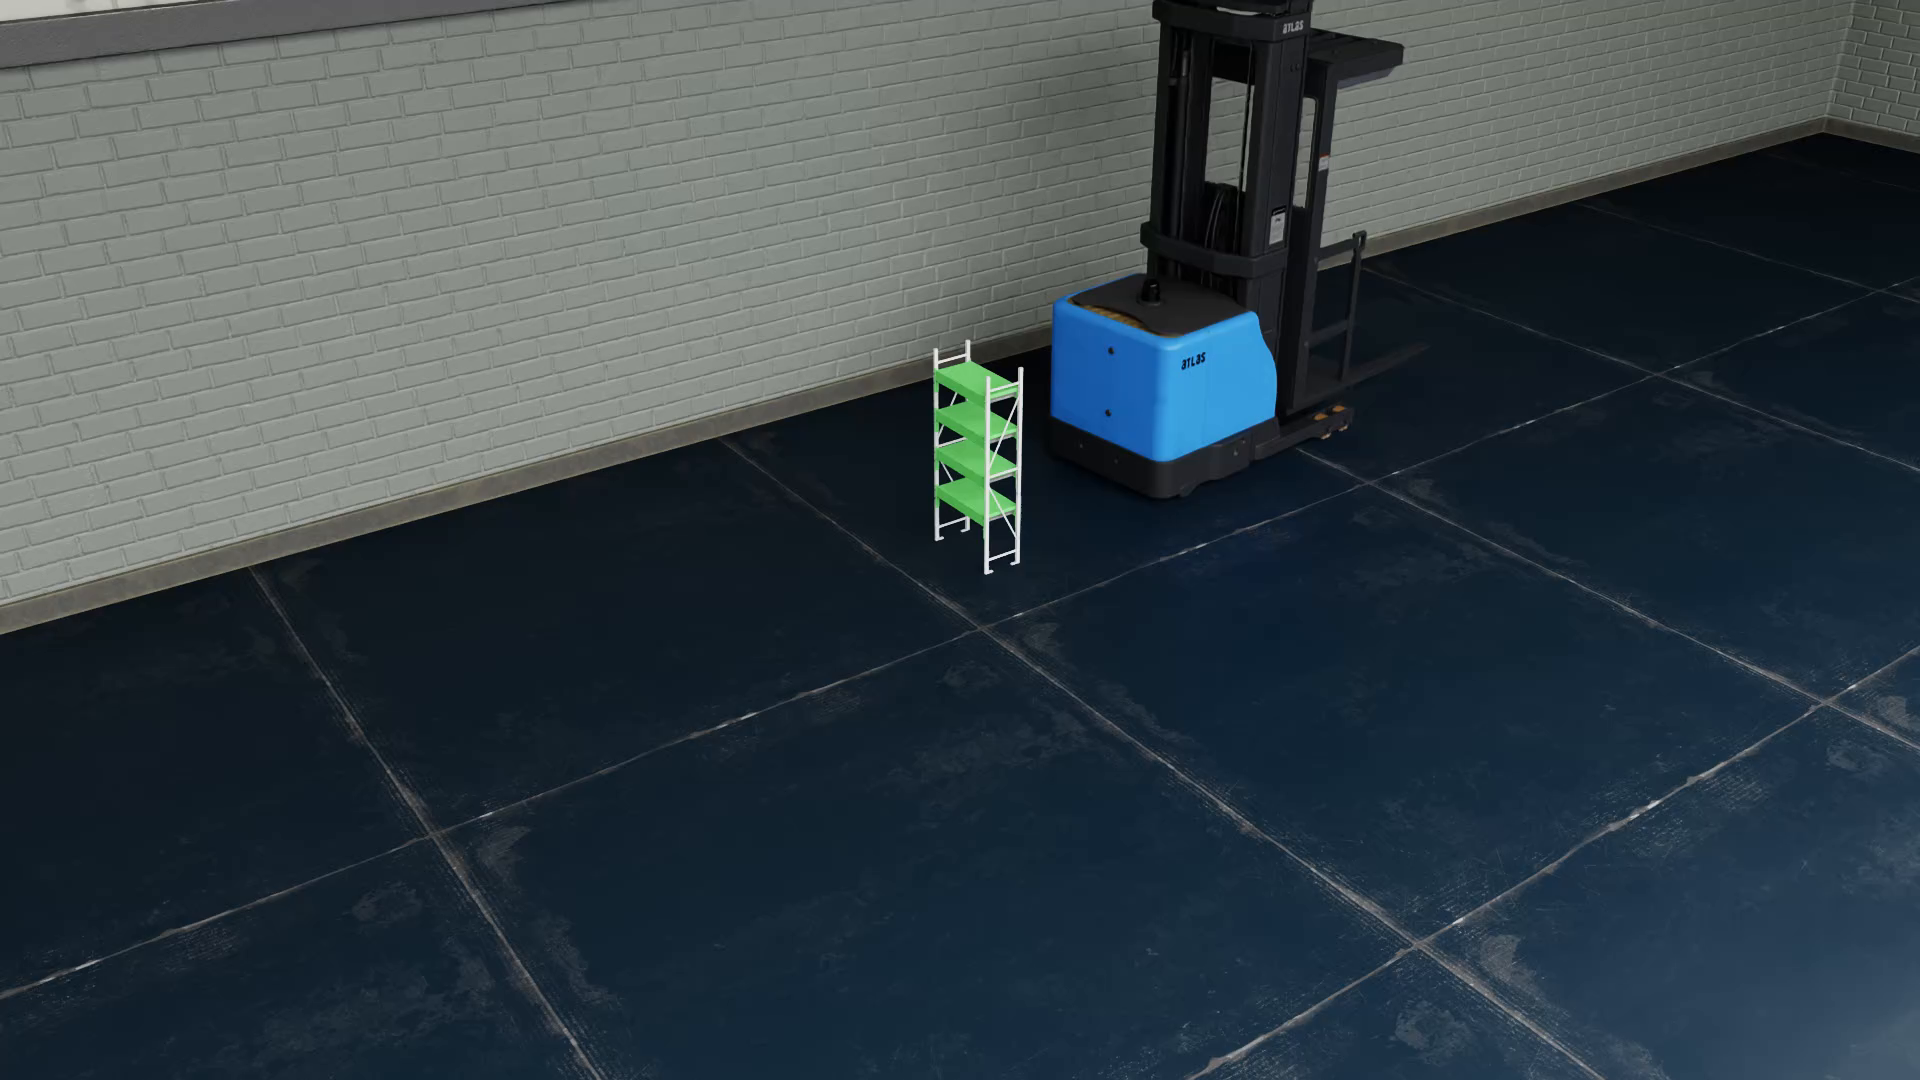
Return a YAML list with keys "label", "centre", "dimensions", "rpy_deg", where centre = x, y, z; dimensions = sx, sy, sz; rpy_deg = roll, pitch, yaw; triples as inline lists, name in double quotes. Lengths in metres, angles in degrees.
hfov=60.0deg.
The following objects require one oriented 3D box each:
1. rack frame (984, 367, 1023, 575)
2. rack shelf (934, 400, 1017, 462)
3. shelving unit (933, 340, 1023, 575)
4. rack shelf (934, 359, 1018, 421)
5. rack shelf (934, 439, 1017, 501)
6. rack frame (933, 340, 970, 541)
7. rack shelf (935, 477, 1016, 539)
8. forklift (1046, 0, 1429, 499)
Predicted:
- label: "rack frame"
  centre: [0.238, -0.368, 9.170]
  dimensions: [0.240, 1.200, 0.015]
  rpy_deg: [-19, 34, -31]
- label: "rack shelf"
  centre: [0.096, -0.618, 9.261]
  dimensions: [0.258, 0.148, 0.480]
  rpy_deg: [-19, 34, -31]
- label: "shelving unit"
  centre: [0.096, -0.463, 9.345]
  dimensions: [0.258, 1.200, 0.503]
  rpy_deg: [-19, 34, -31]
- label: "rack shelf"
  centre: [0.096, -0.829, 9.147]
  dimensions: [0.258, 0.148, 0.480]
  rpy_deg: [-19, 34, -31]
- label: "rack shelf"
  centre: [0.096, -0.407, 9.376]
  dimensions: [0.258, 0.148, 0.480]
  rpy_deg: [-19, 34, -31]
- label: "rack frame"
  centre: [-0.046, -0.558, 9.520]
  dimensions: [0.240, 1.200, 0.015]
  rpy_deg: [-19, 34, -31]
- label: "rack shelf"
  centre: [0.096, -0.196, 9.490]
  dimensions: [0.258, 0.148, 0.480]
  rpy_deg: [-19, 34, -31]
- label: "forklift"
  centre: [1.991, -2.121, 10.584]
  dimensions: [3.031, 2.935, 1.130]
  rpy_deg: [-23, 36, -36]
